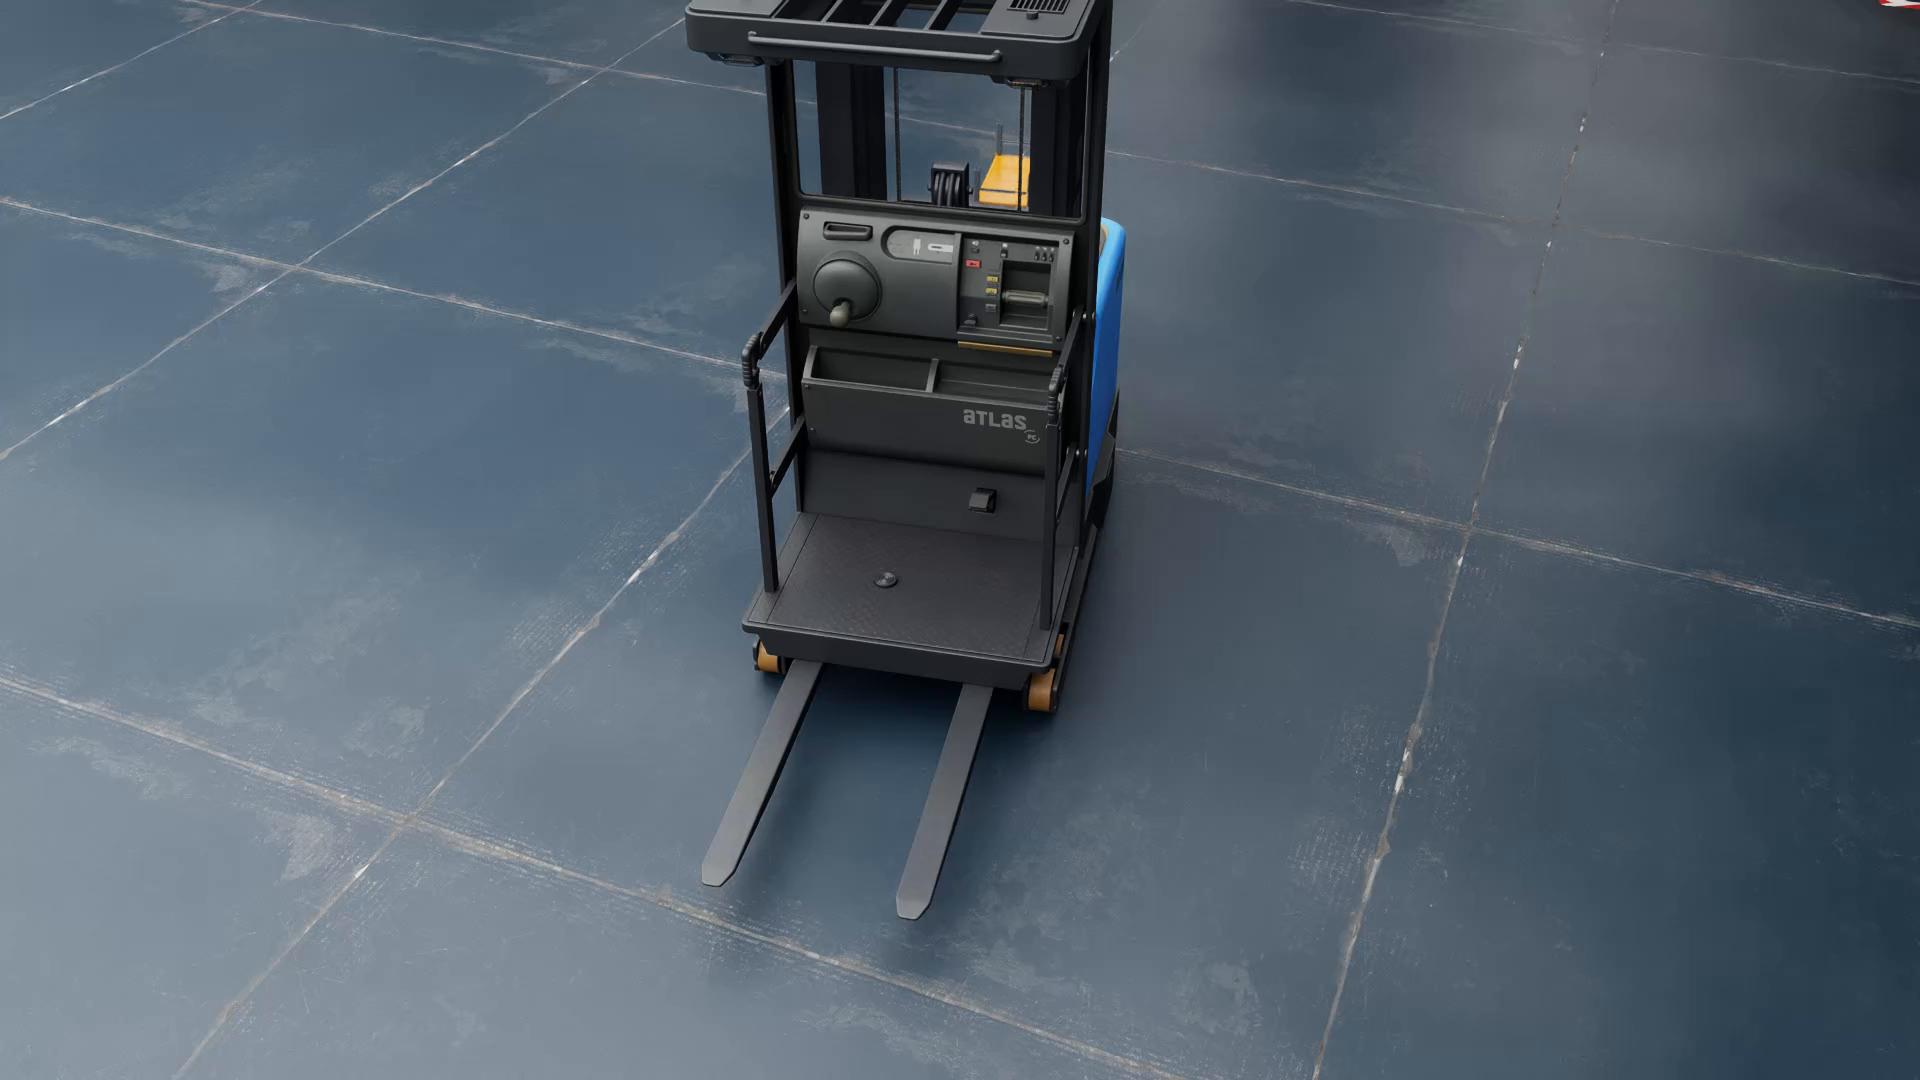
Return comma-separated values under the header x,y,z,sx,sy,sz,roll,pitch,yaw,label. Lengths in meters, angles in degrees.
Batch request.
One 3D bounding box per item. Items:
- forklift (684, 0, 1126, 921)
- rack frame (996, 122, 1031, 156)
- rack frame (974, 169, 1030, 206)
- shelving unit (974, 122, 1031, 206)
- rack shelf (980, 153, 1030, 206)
x,y,z,sx,sy,sz,roll,pitch,yaw,label
-0.132,-0.807,5.382,1.130,2.935,3.031,7,37,10,forklift
0.277,-1.298,7.484,0.240,1.200,0.015,7,37,9,rack frame
0.177,-1.012,7.101,0.240,1.200,0.015,7,37,9,rack frame
0.227,-1.155,7.293,0.258,1.200,0.503,7,37,9,shelving unit
0.227,-1.470,7.058,0.258,0.148,0.480,7,37,9,rack shelf
